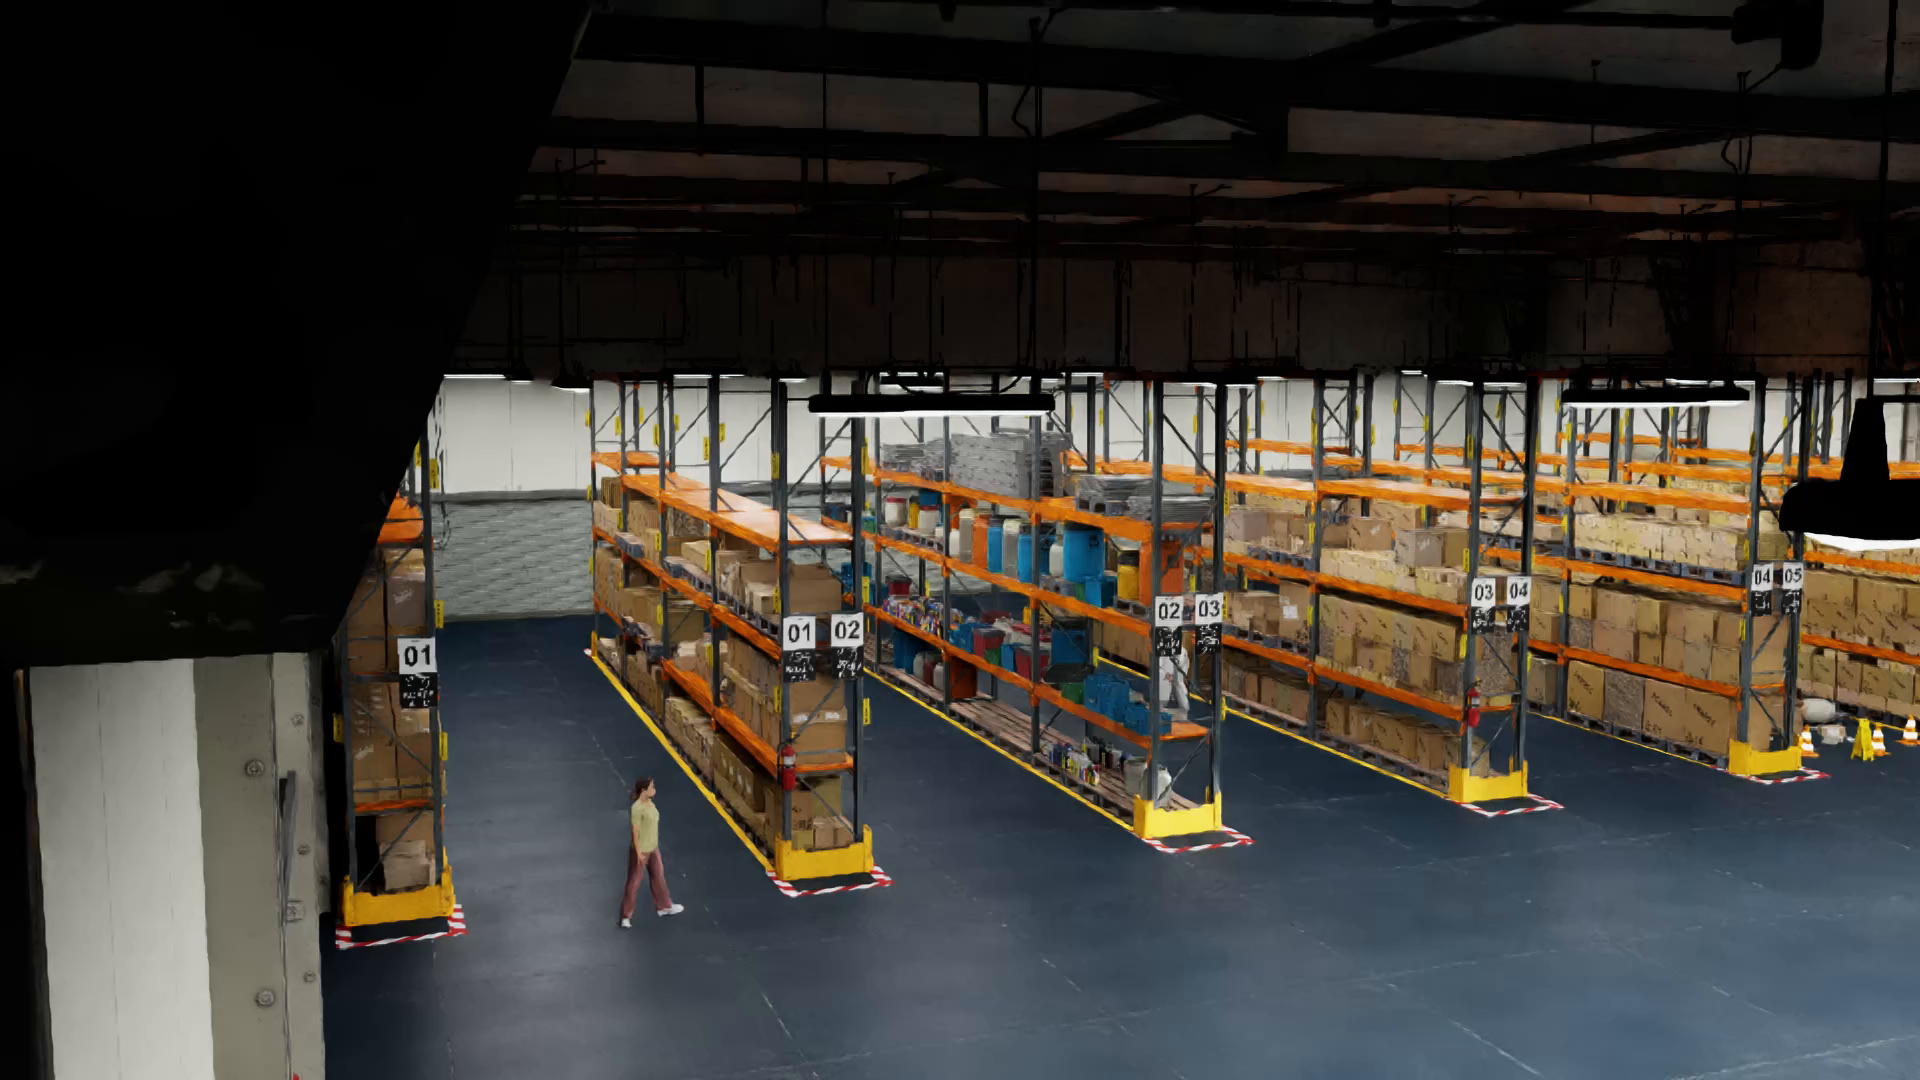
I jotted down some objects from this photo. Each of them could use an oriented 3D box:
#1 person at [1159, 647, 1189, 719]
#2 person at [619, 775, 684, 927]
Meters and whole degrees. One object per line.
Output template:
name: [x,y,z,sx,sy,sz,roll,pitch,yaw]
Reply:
person: [3.521,2.397,27.622,0.736,1.717,0.904,-2,7,-15]
person: [-3.486,3.429,18.530,0.562,1.661,0.690,2,7,16]
